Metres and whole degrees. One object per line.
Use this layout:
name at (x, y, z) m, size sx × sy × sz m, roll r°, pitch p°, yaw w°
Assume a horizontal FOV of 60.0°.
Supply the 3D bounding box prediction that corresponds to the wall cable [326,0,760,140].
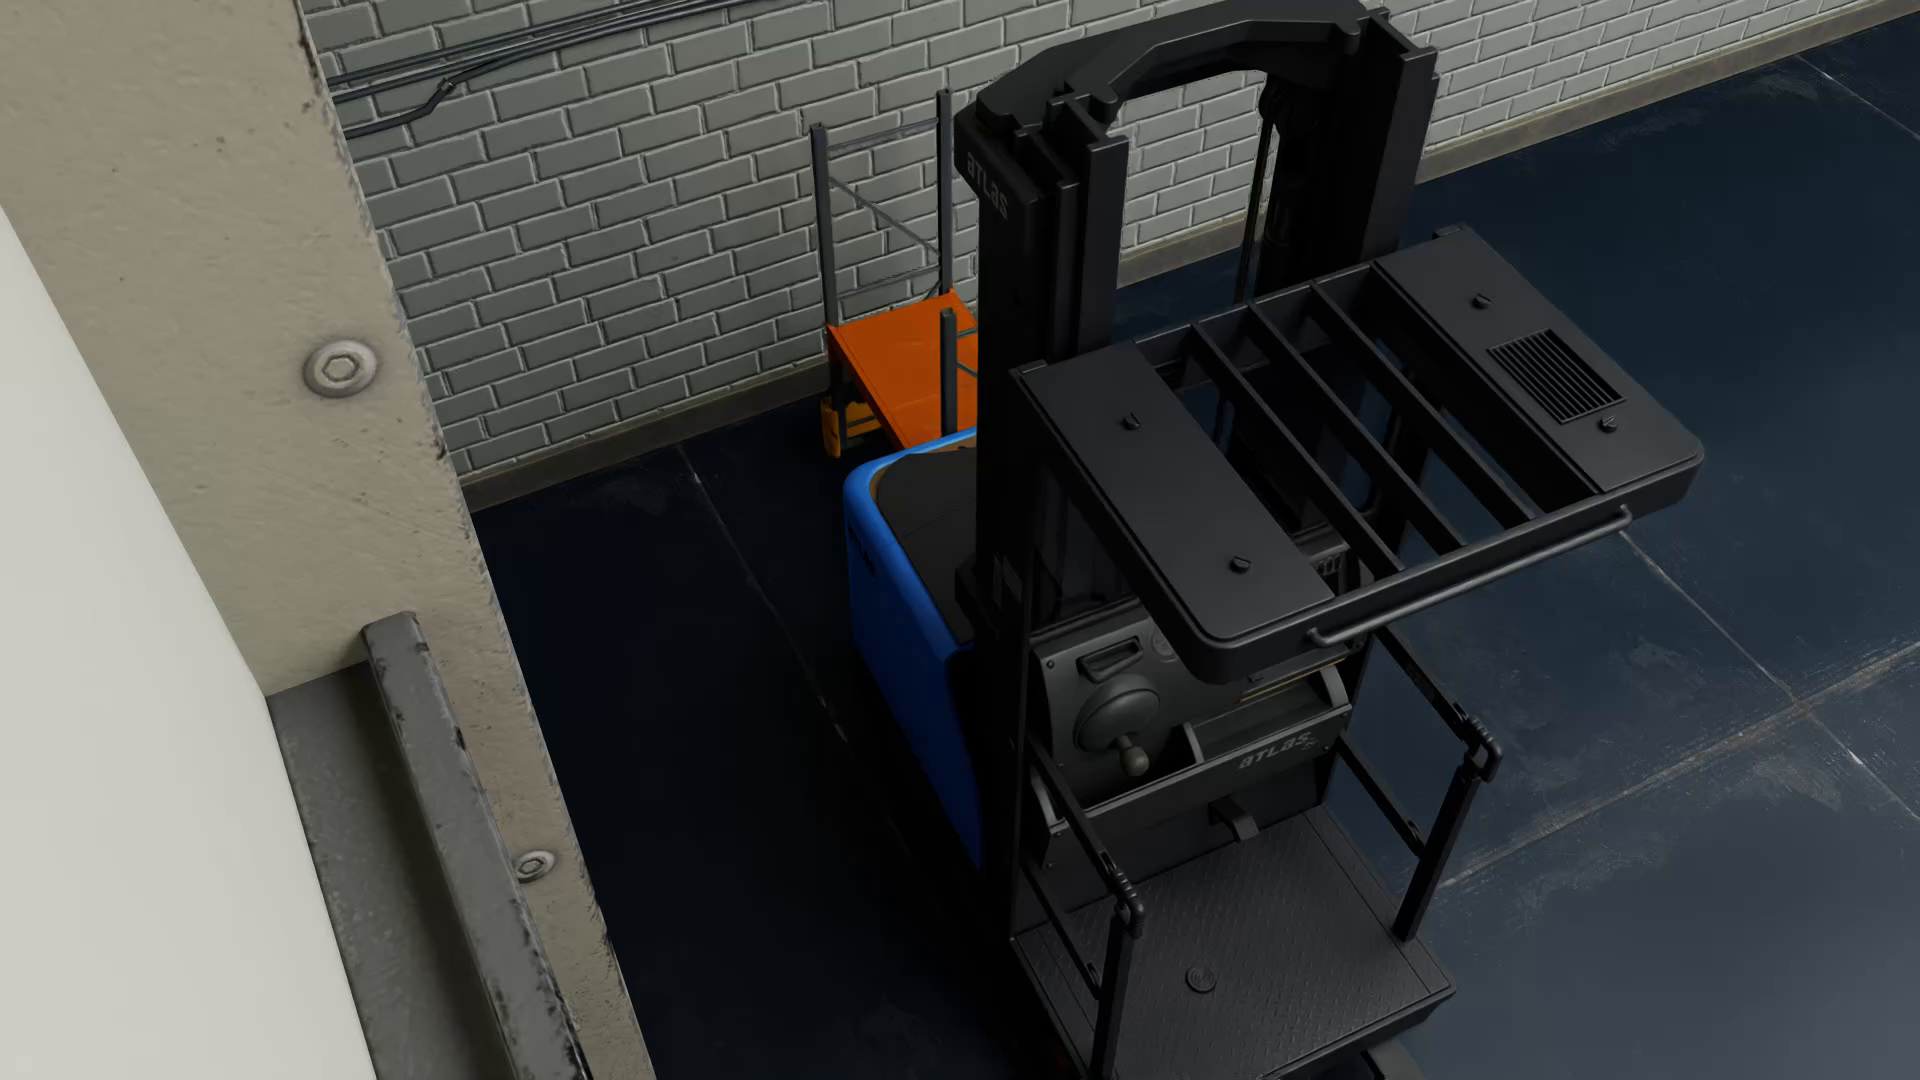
wall cable at (-1.083, -2.330, 4.370) m, size 3.097 × 2.526 × 0.112 m, roll -21°, pitch 52°, yaw -18°

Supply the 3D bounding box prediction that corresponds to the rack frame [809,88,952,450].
rack frame at (-0.261, -0.935, 6.069) m, size 0.500 × 1.500 × 0.032 m, roll -20°, pitch 52°, yaw -16°

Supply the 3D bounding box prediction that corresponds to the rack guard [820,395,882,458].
rack guard at (-0.260, -0.523, 6.539) m, size 0.587 × 0.250 × 0.087 m, roll -20°, pitch 52°, yaw -16°

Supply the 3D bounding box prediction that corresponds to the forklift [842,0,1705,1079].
forklift at (0.714, 0.380, 3.968) m, size 1.130 × 2.935 × 3.031 m, roll -20°, pitch 52°, yaw -16°

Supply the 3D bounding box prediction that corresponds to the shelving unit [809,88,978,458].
shelving unit at (-0.048, -0.595, 5.772) m, size 0.587 × 1.500 × 1.083 m, roll -20°, pitch 52°, yaw -16°

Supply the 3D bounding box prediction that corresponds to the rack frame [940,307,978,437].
rack frame at (0.173, -0.243, 5.464) m, size 0.500 × 1.500 × 0.032 m, roll -20°, pitch 52°, yaw -16°

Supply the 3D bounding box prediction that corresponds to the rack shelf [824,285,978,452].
rack shelf at (-0.044, -0.471, 5.902) m, size 0.538 × 0.185 × 1.000 m, roll -20°, pitch 52°, yaw -16°
